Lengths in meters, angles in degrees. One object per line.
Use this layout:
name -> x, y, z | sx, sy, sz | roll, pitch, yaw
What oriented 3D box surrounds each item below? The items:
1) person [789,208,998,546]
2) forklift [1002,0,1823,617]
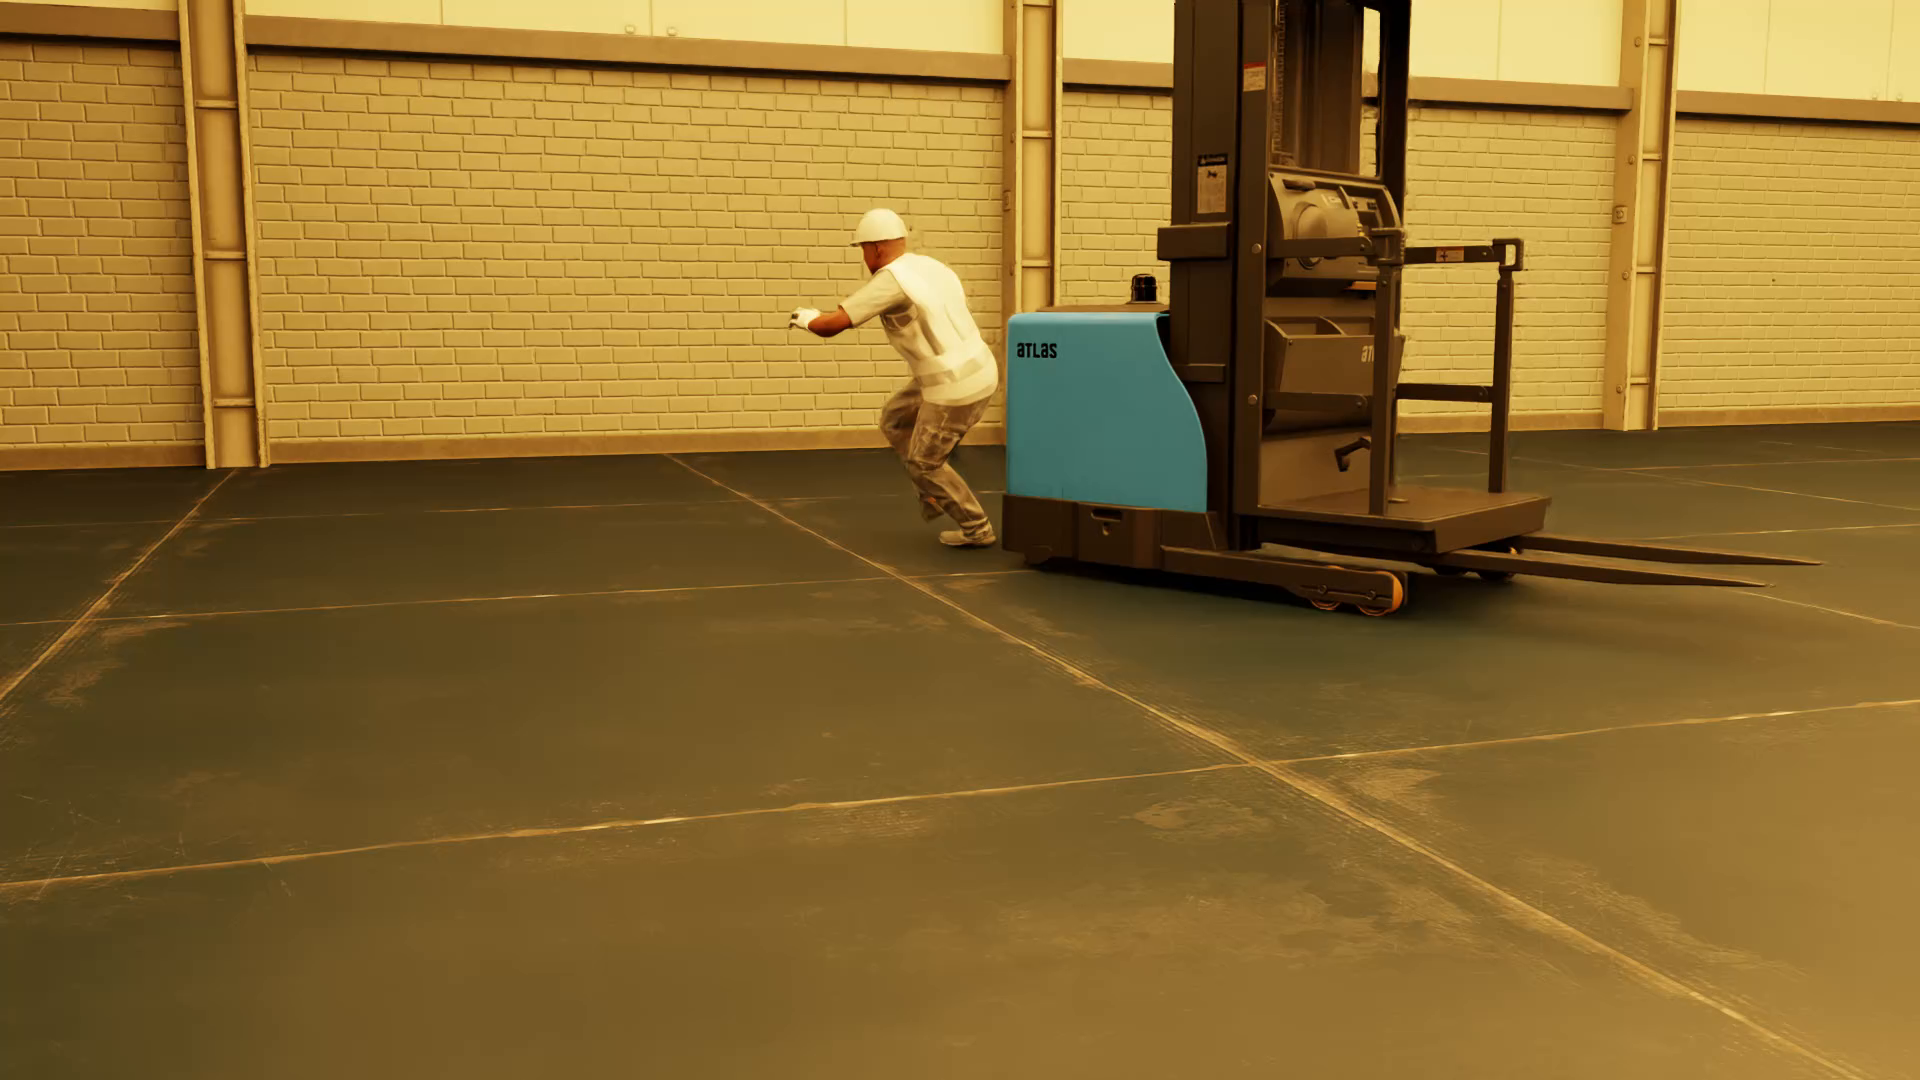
person -> -0.258, -0.699, 7.458 | 0.925, 1.535, 1.009 | 2, 8, 14
forklift -> 1.616, -1.258, 6.300 | 3.031, 2.935, 1.130 | 7, 10, 41
